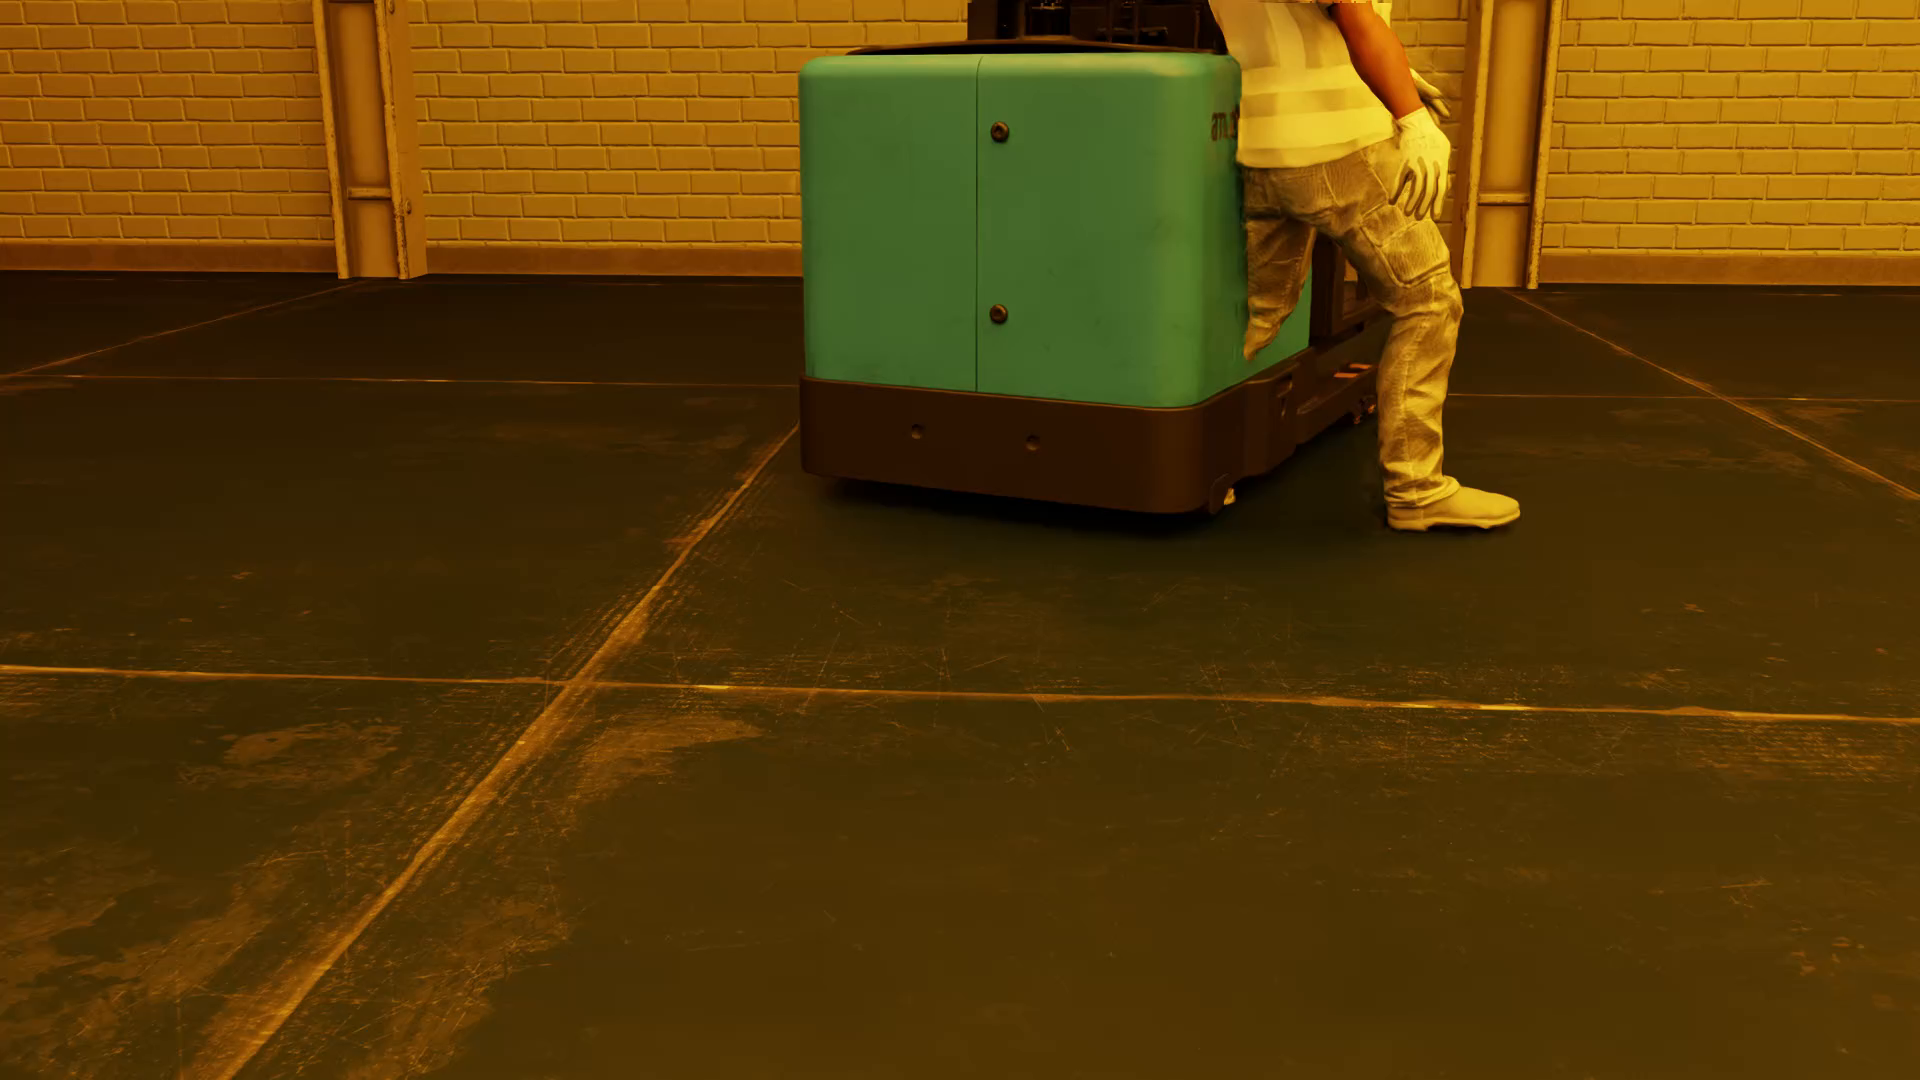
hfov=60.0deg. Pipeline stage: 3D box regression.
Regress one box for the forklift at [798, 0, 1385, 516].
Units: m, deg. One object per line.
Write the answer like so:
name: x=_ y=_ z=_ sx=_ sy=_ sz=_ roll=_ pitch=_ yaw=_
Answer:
forklift: x=0.702 y=-1.811 z=4.890 sx=1.130 sy=2.935 sz=3.031 roll=7 pitch=17 yaw=25

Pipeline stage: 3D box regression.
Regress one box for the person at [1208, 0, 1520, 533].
person: x=0.900 y=-0.872 z=3.795 sx=0.850 sy=1.726 sz=0.807 roll=-6 pitch=16 yaw=-22
